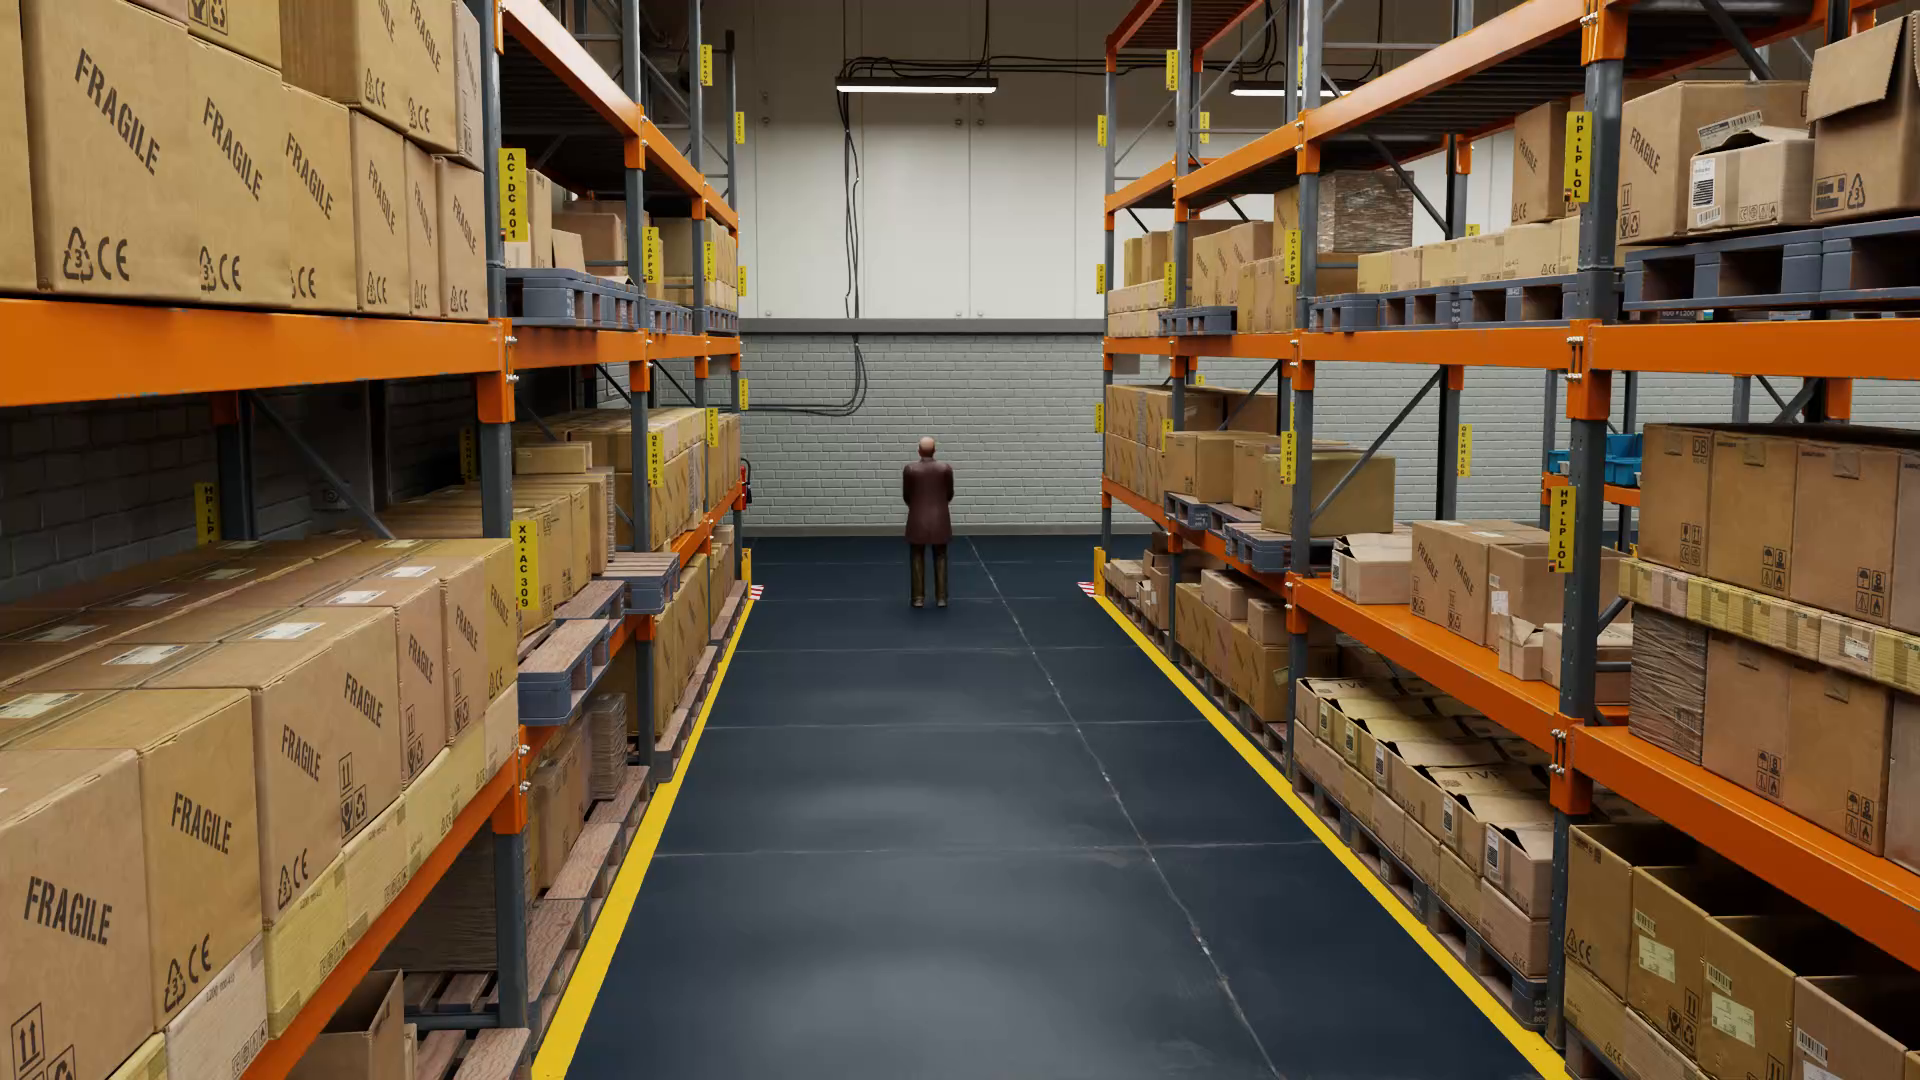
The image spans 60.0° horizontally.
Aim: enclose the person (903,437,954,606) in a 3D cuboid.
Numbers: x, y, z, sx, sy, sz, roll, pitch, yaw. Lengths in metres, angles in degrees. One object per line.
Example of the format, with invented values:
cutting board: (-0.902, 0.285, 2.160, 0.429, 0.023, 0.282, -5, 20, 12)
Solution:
person: (-0.338, -0.206, 17.533, 0.542, 1.779, 0.538, 0, 7, -4)
